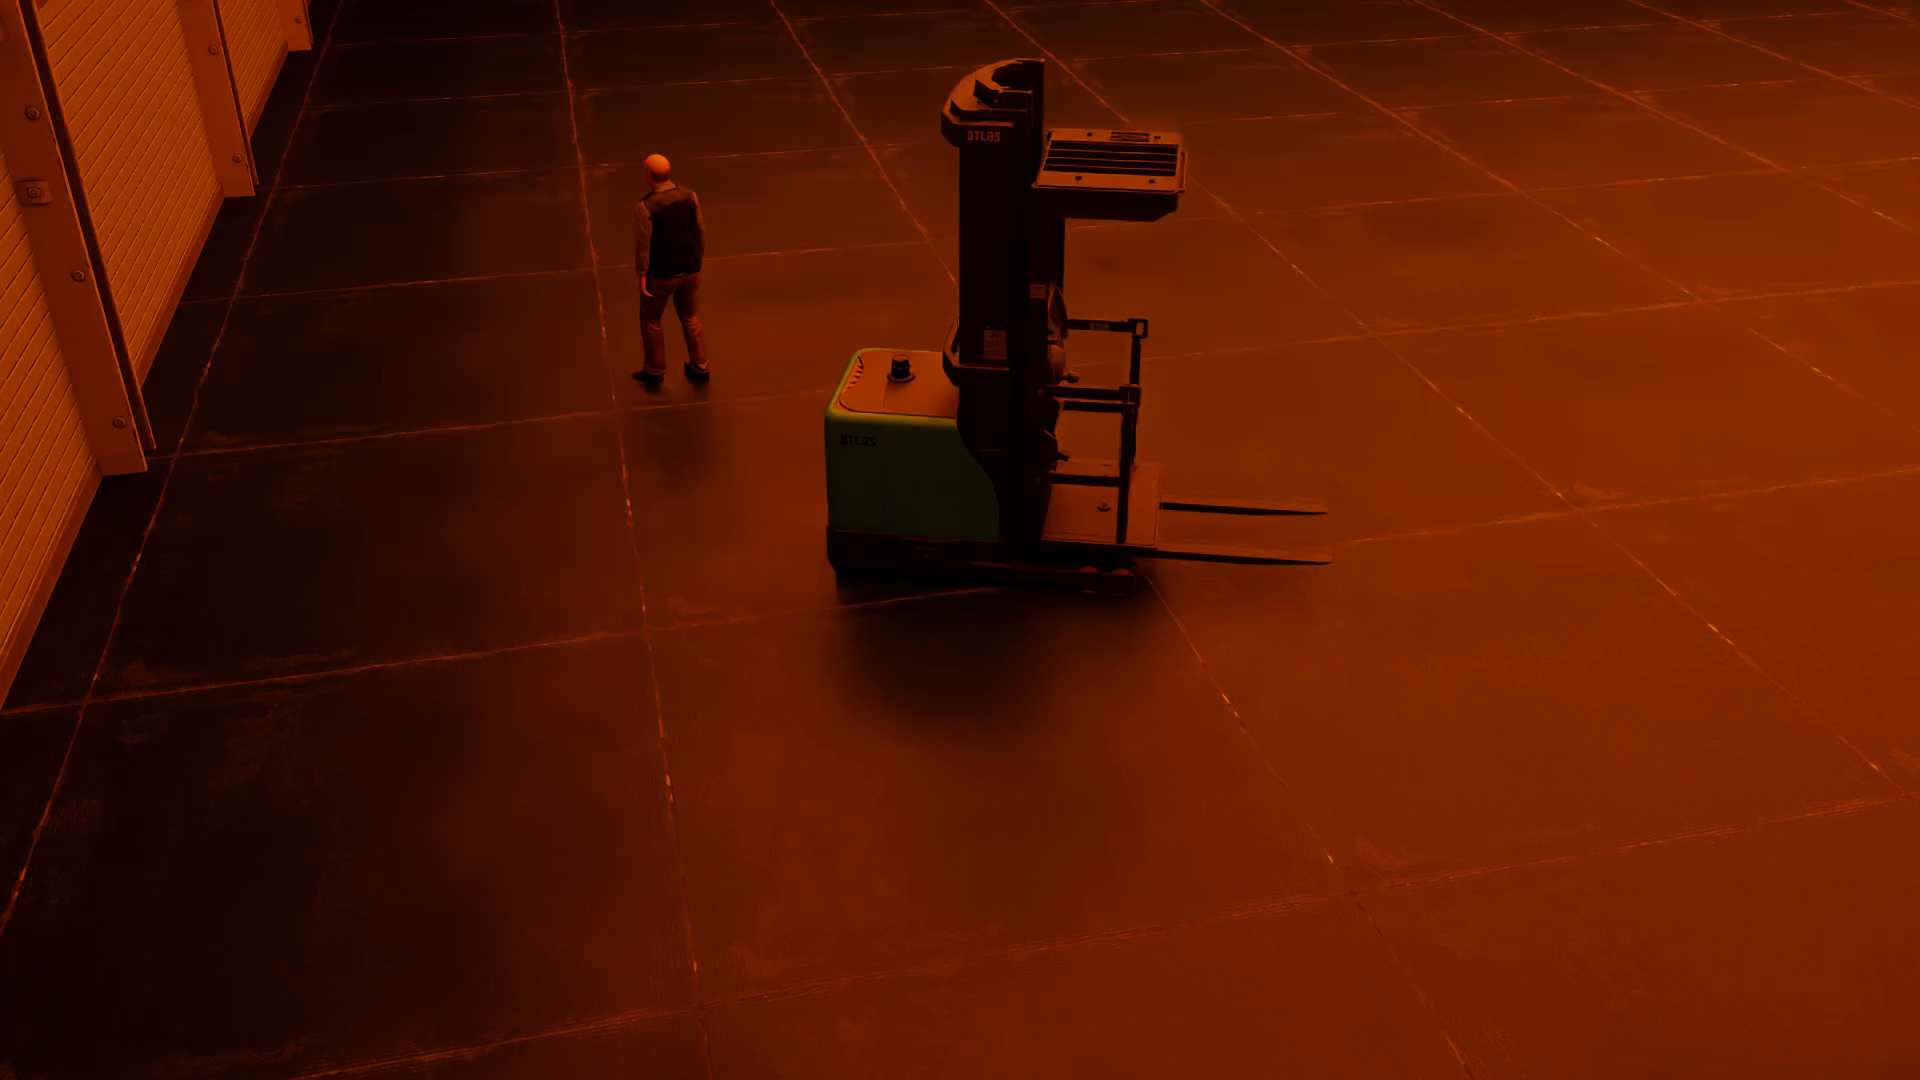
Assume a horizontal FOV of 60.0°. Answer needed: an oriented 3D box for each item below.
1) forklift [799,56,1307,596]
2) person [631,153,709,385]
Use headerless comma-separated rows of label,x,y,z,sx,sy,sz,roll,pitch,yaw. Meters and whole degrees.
forklift,0.603,-1.222,9.686,3.031,2.935,1.130,4,30,8
person,-2.127,-1.981,12.210,0.583,1.721,0.433,-23,37,-34
